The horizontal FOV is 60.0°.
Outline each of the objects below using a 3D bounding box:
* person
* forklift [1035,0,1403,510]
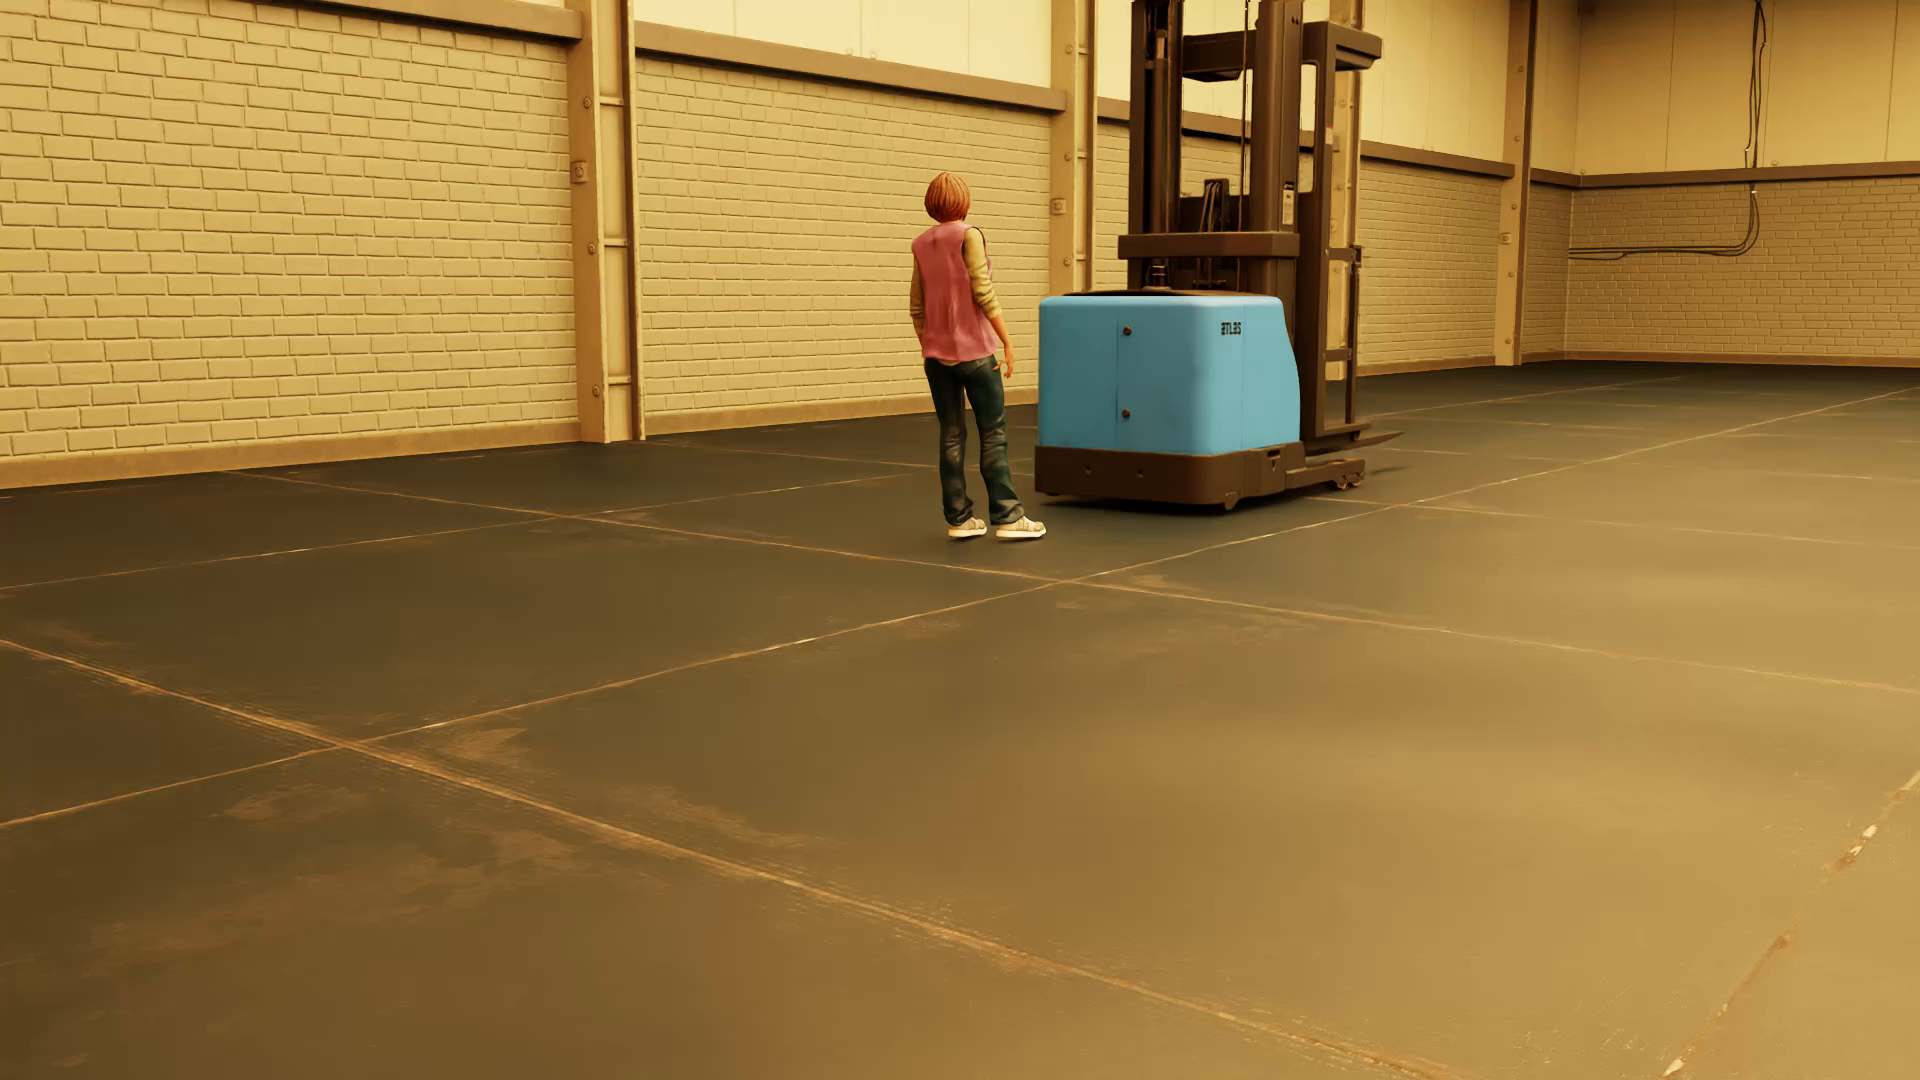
[{"bbox_3d":[0.057,-0.804,7.336,0.520,1.596,0.475,7,11,38],"label":"person"},{"bbox_3d":[1.657,-1.765,9.347,1.130,2.935,3.031,6,10,35],"label":"forklift"}]
